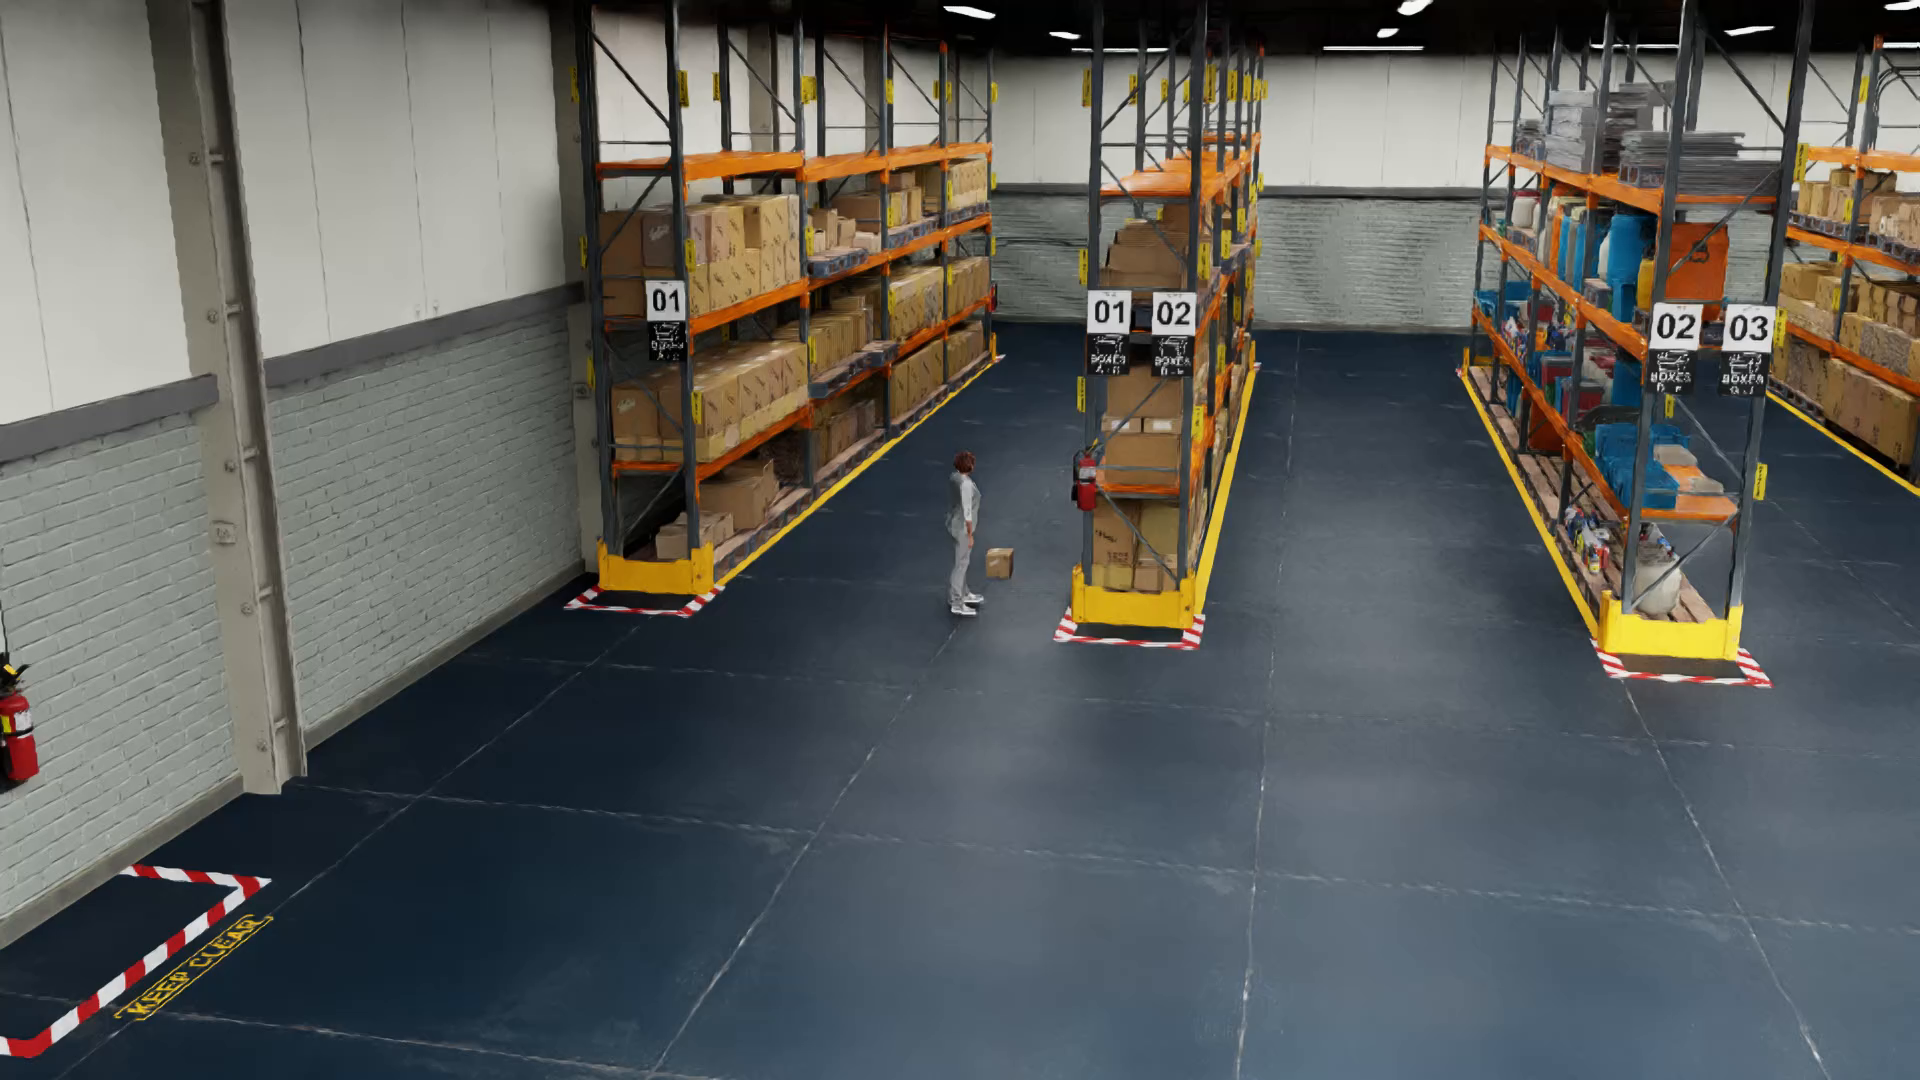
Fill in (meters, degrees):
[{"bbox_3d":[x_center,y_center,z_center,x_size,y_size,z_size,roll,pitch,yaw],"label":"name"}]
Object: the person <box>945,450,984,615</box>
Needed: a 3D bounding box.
[{"bbox_3d":[0.070,-0.095,16.286,0.414,1.603,0.491,-4,16,-16],"label":"person"}]
